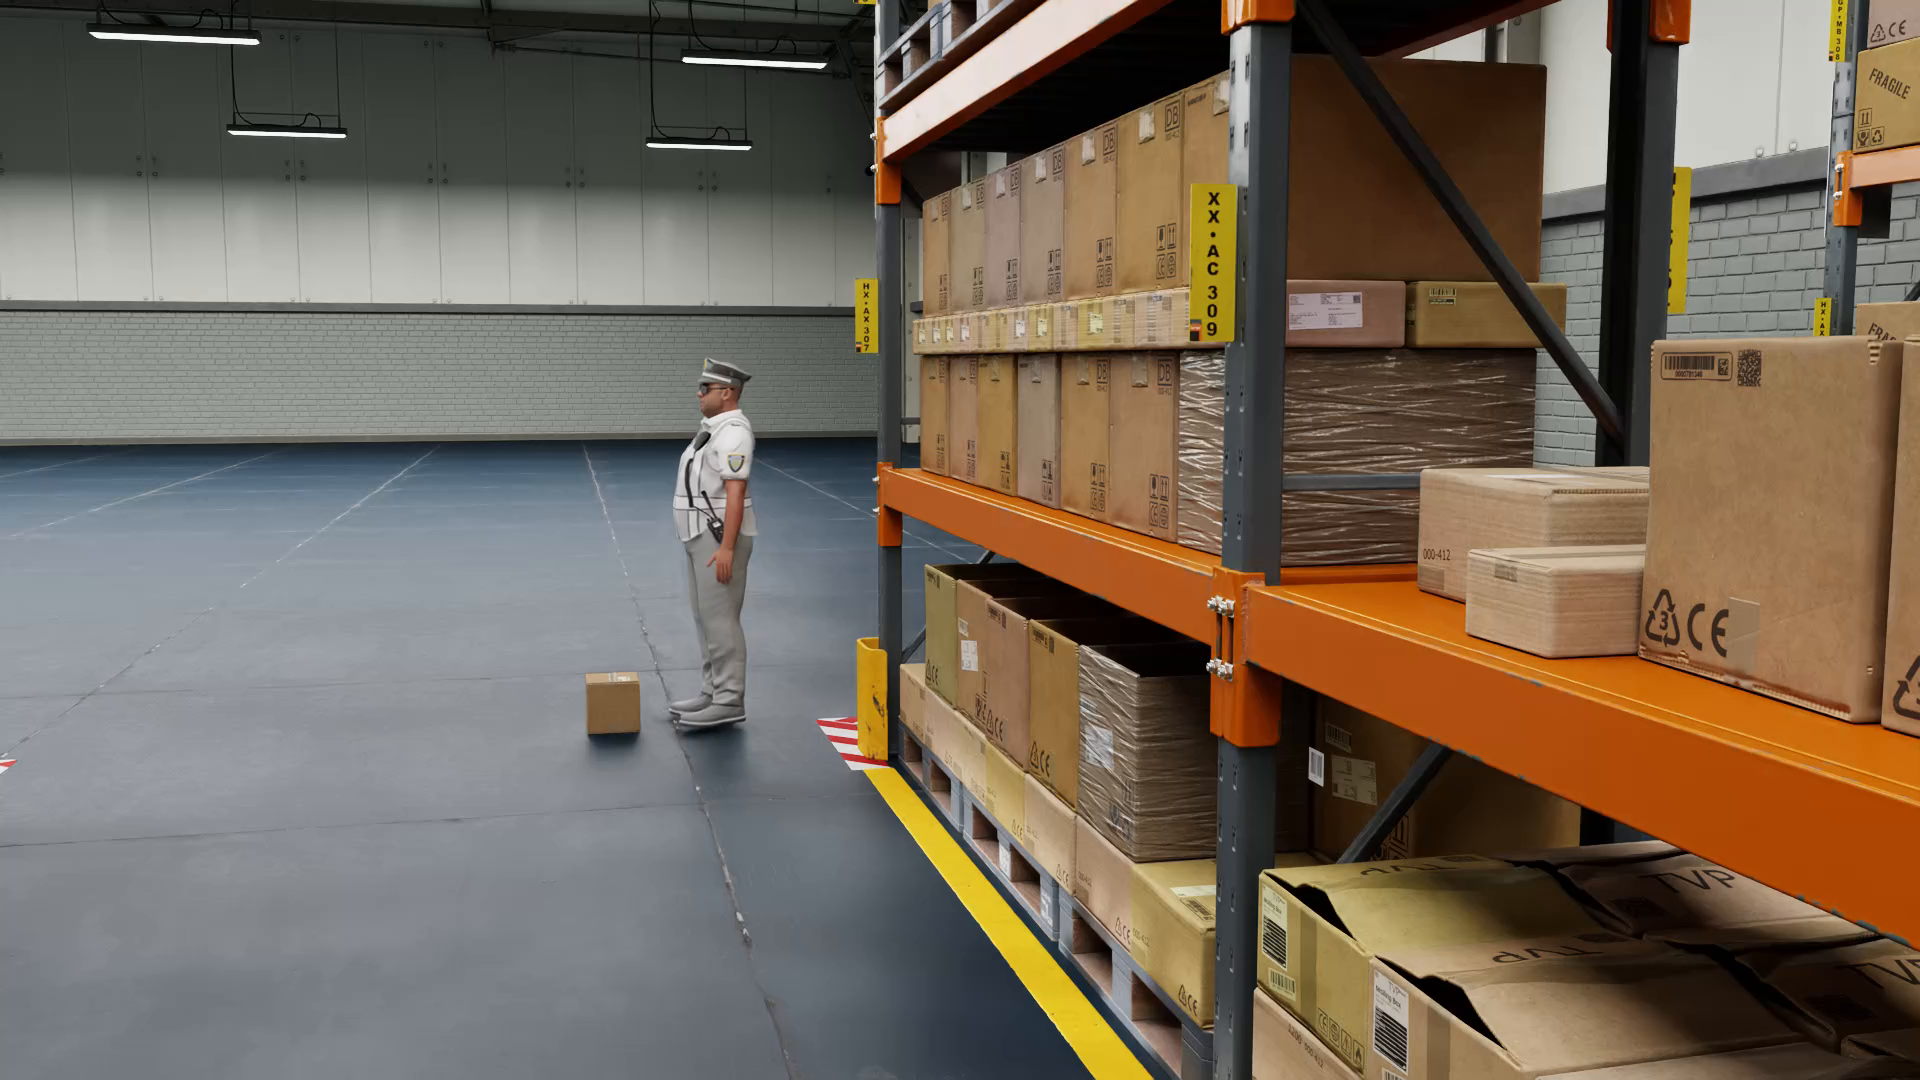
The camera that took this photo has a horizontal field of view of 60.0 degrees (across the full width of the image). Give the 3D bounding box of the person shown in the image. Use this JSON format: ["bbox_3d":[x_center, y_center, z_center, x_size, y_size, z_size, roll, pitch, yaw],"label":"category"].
[{"bbox_3d":[-1.195,0.024,8.099,0.394,1.768,0.527,-1,6,-12],"label":"person"}]
